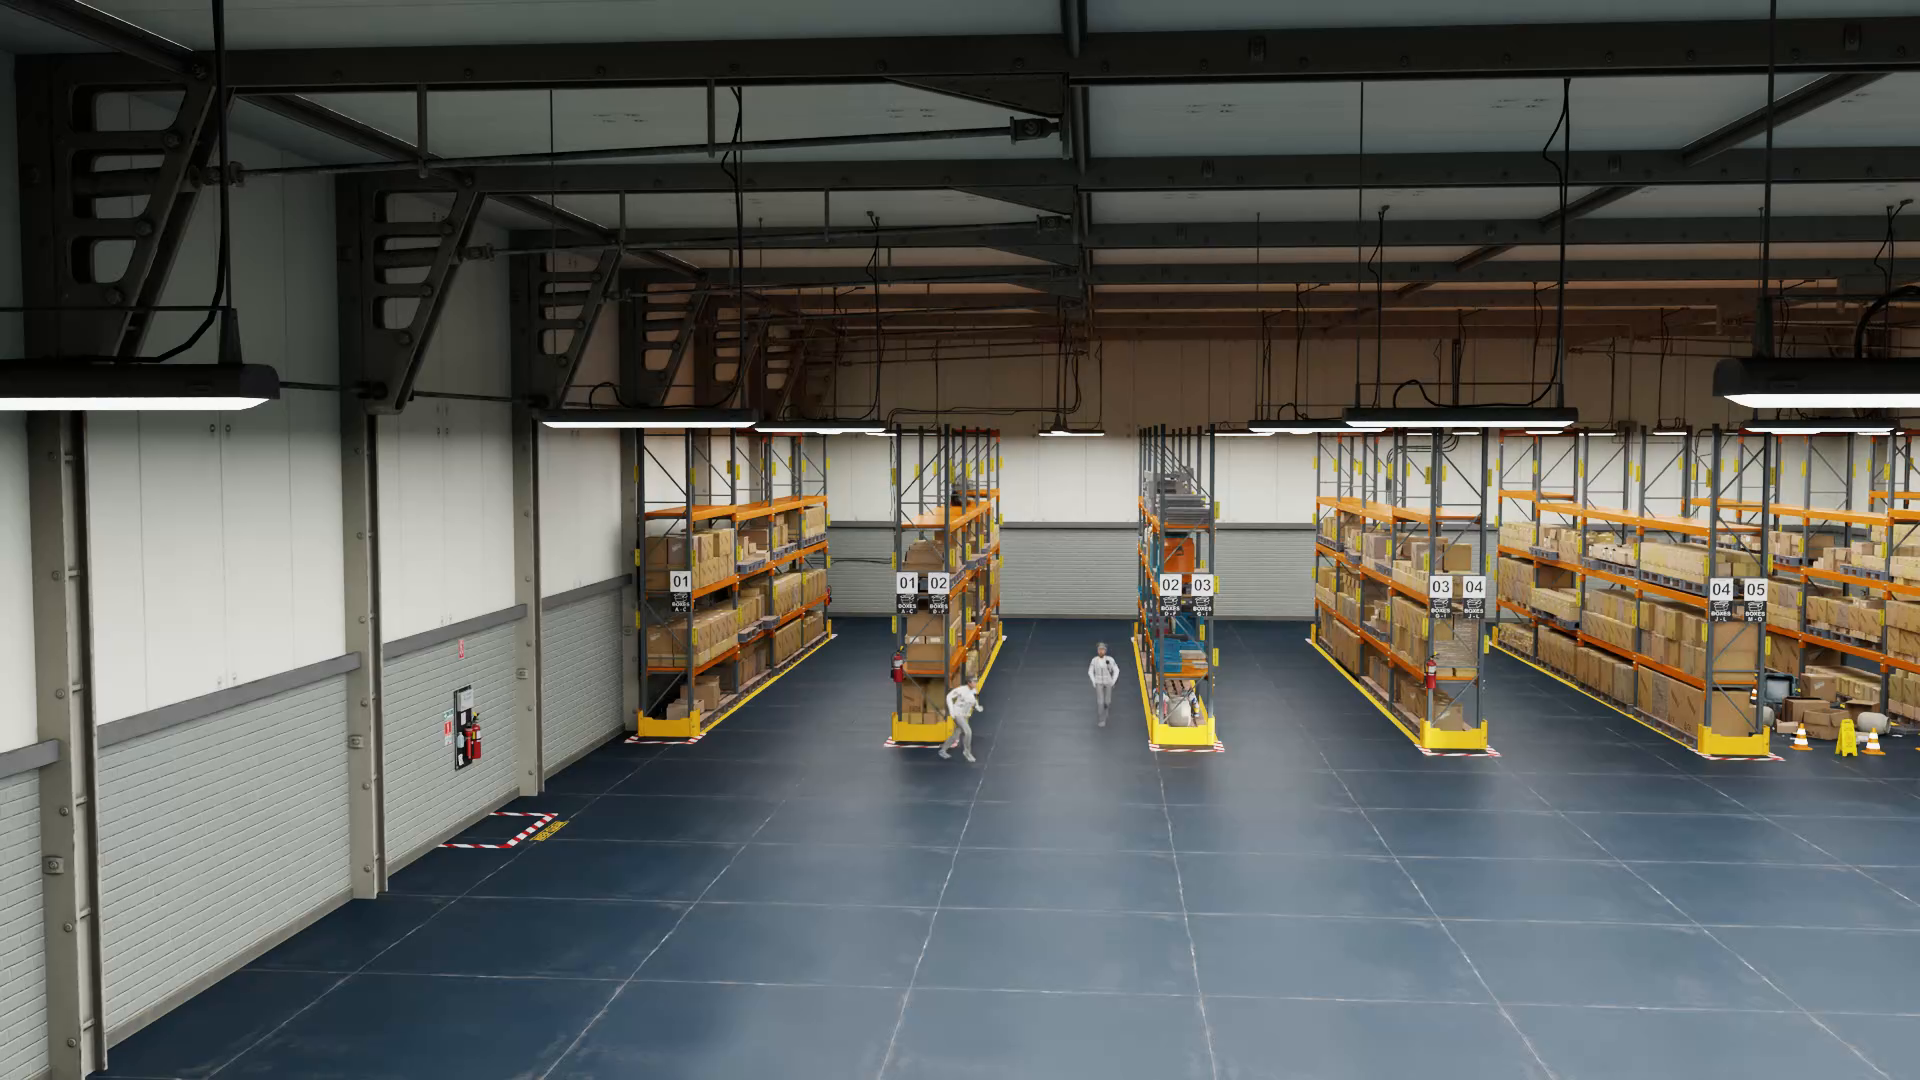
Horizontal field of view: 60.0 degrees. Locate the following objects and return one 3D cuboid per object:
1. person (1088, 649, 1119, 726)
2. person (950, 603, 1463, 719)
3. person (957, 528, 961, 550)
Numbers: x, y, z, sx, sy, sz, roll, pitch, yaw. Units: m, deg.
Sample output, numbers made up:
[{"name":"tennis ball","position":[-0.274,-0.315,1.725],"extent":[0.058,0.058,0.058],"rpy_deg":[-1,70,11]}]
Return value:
[{"name":"person","position":[2.864,2.902,33.262],"extent":[0.619,1.618,0.508],"rpy_deg":[1,4,9]},{"name":"person","position":[6.859,2.268,37.556],"extent":[1.381,0.796,21.584],"rpy_deg":[3,4,38]},{"name":"person","position":[8.513,1.921,30.472],"extent":[5.002,3.615,21.822],"rpy_deg":[-3,5,-43]}]
